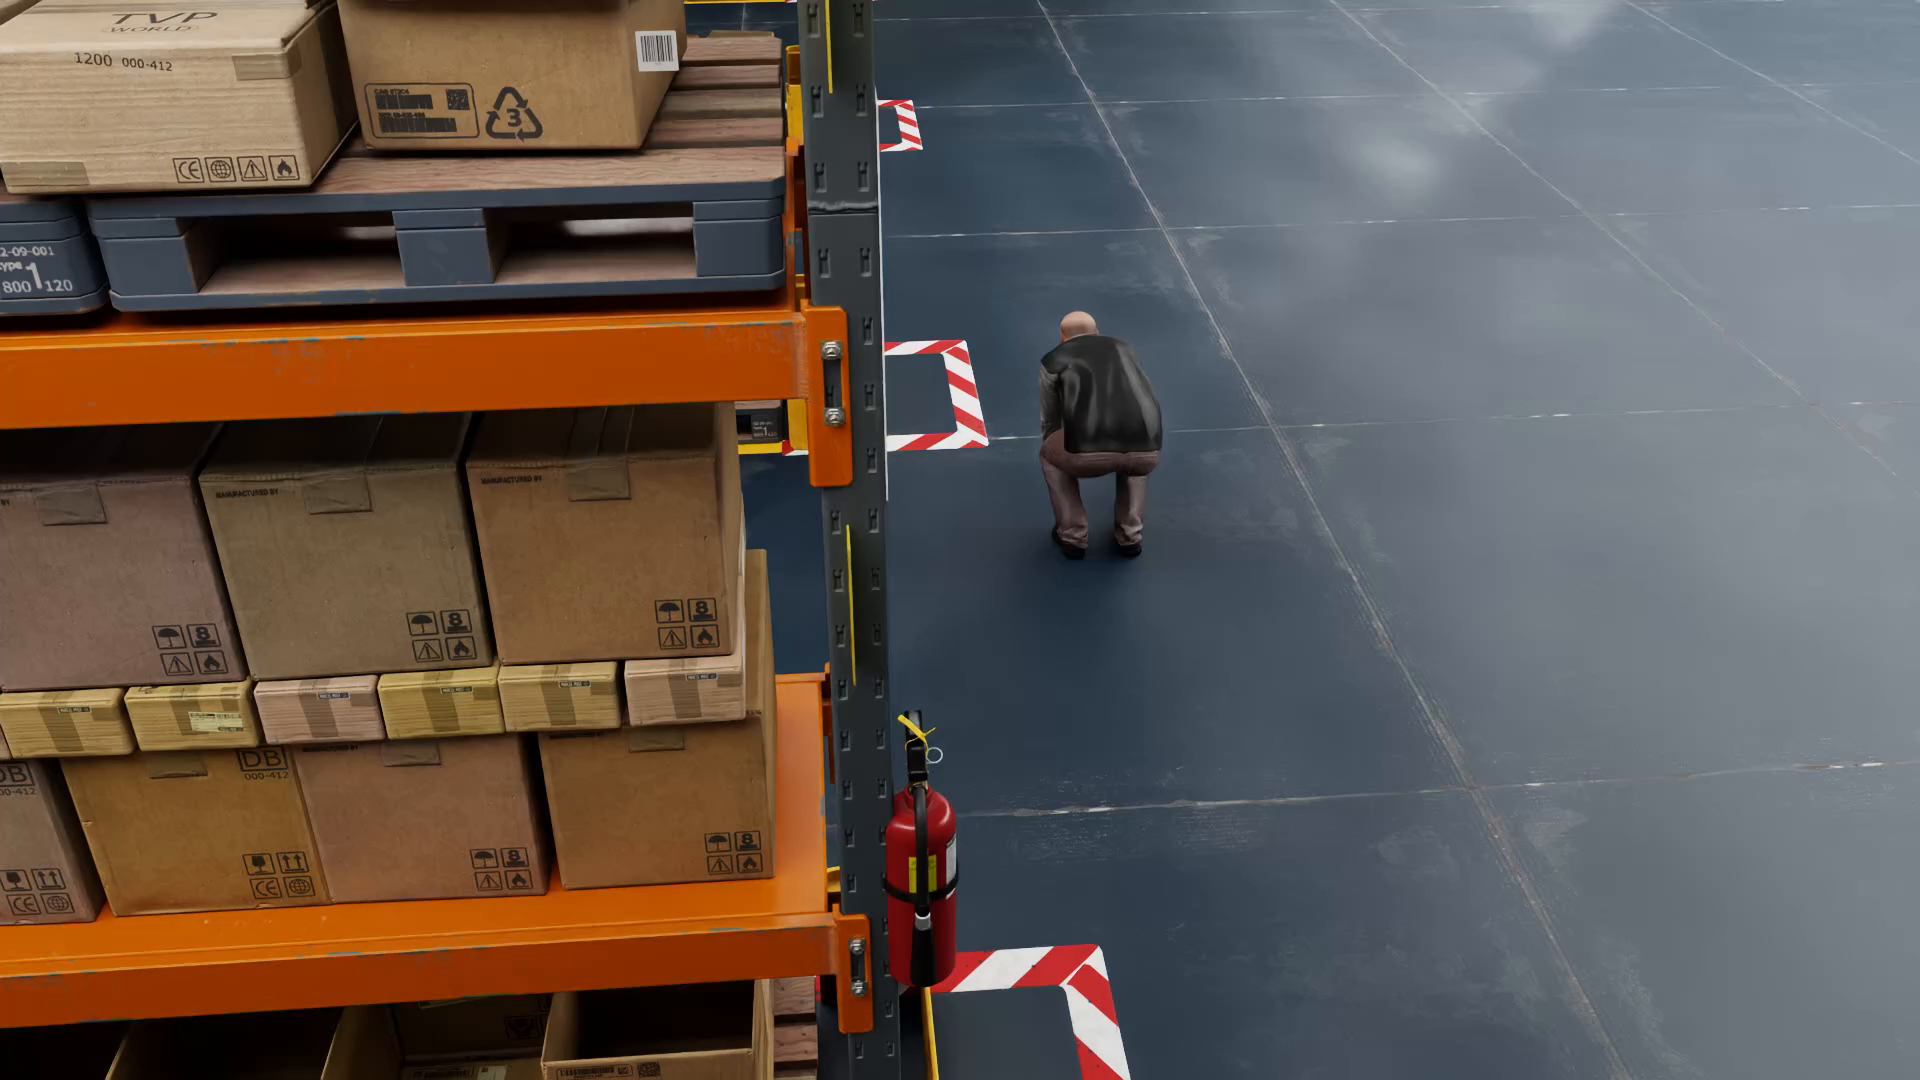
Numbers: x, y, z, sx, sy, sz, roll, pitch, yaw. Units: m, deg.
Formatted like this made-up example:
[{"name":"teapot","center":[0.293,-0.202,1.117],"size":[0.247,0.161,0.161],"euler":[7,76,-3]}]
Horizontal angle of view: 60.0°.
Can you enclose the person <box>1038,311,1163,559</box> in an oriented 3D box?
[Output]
[{"name":"person","center":[0.628,-0.463,7.683],"size":[0.518,0.953,0.922],"euler":[-4,31,-6]}]
